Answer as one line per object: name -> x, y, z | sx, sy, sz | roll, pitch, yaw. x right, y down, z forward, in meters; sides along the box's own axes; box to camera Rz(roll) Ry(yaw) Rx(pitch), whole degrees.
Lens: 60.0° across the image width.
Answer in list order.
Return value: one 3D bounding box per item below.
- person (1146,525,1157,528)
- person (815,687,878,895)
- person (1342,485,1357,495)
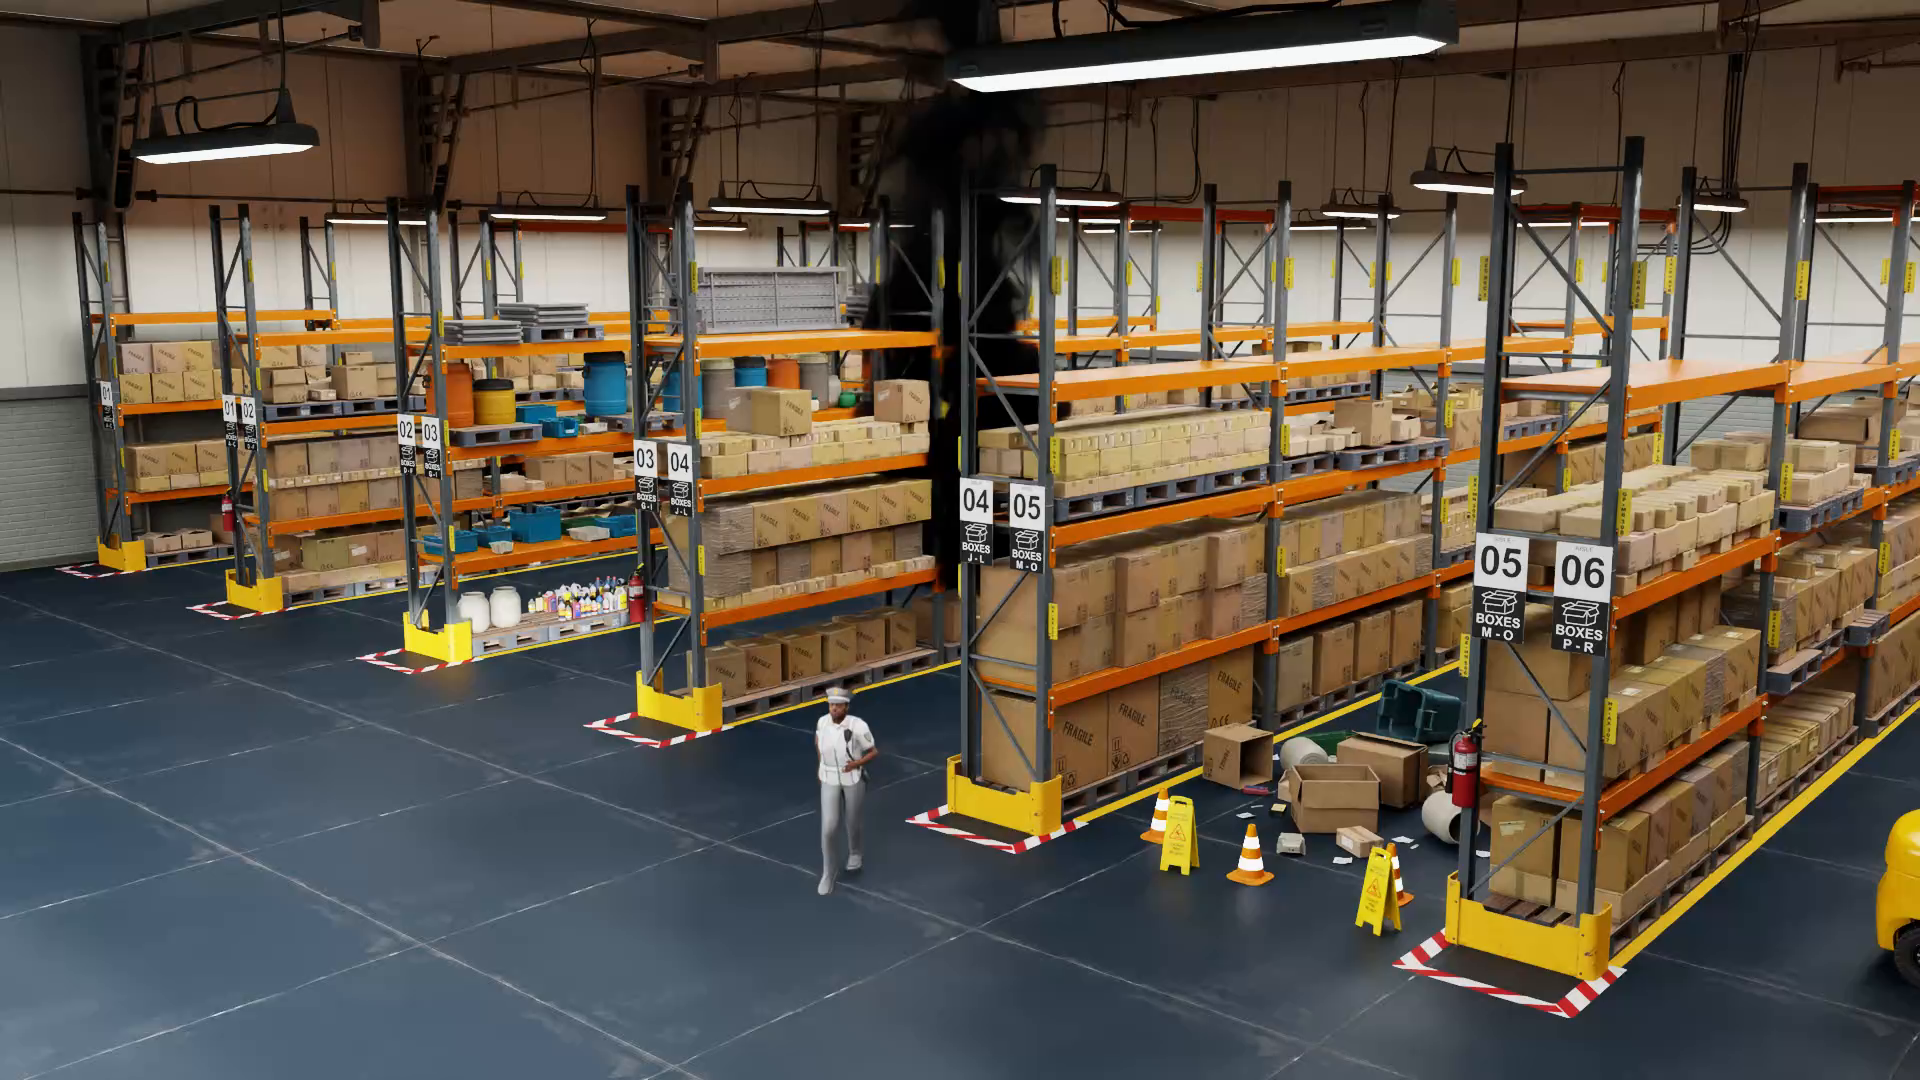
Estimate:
person -> 2.576, 0.572, 22.500 | 0.684, 1.819, 0.866 | 6, 11, 33
person -> -0.956, 2.049, 13.911 | 0.571, 1.754, 0.769 | 1, 10, 7
person -> 6.355, -0.137, 27.113 | 0.607, 1.663, 0.769 | 7, 12, 35
